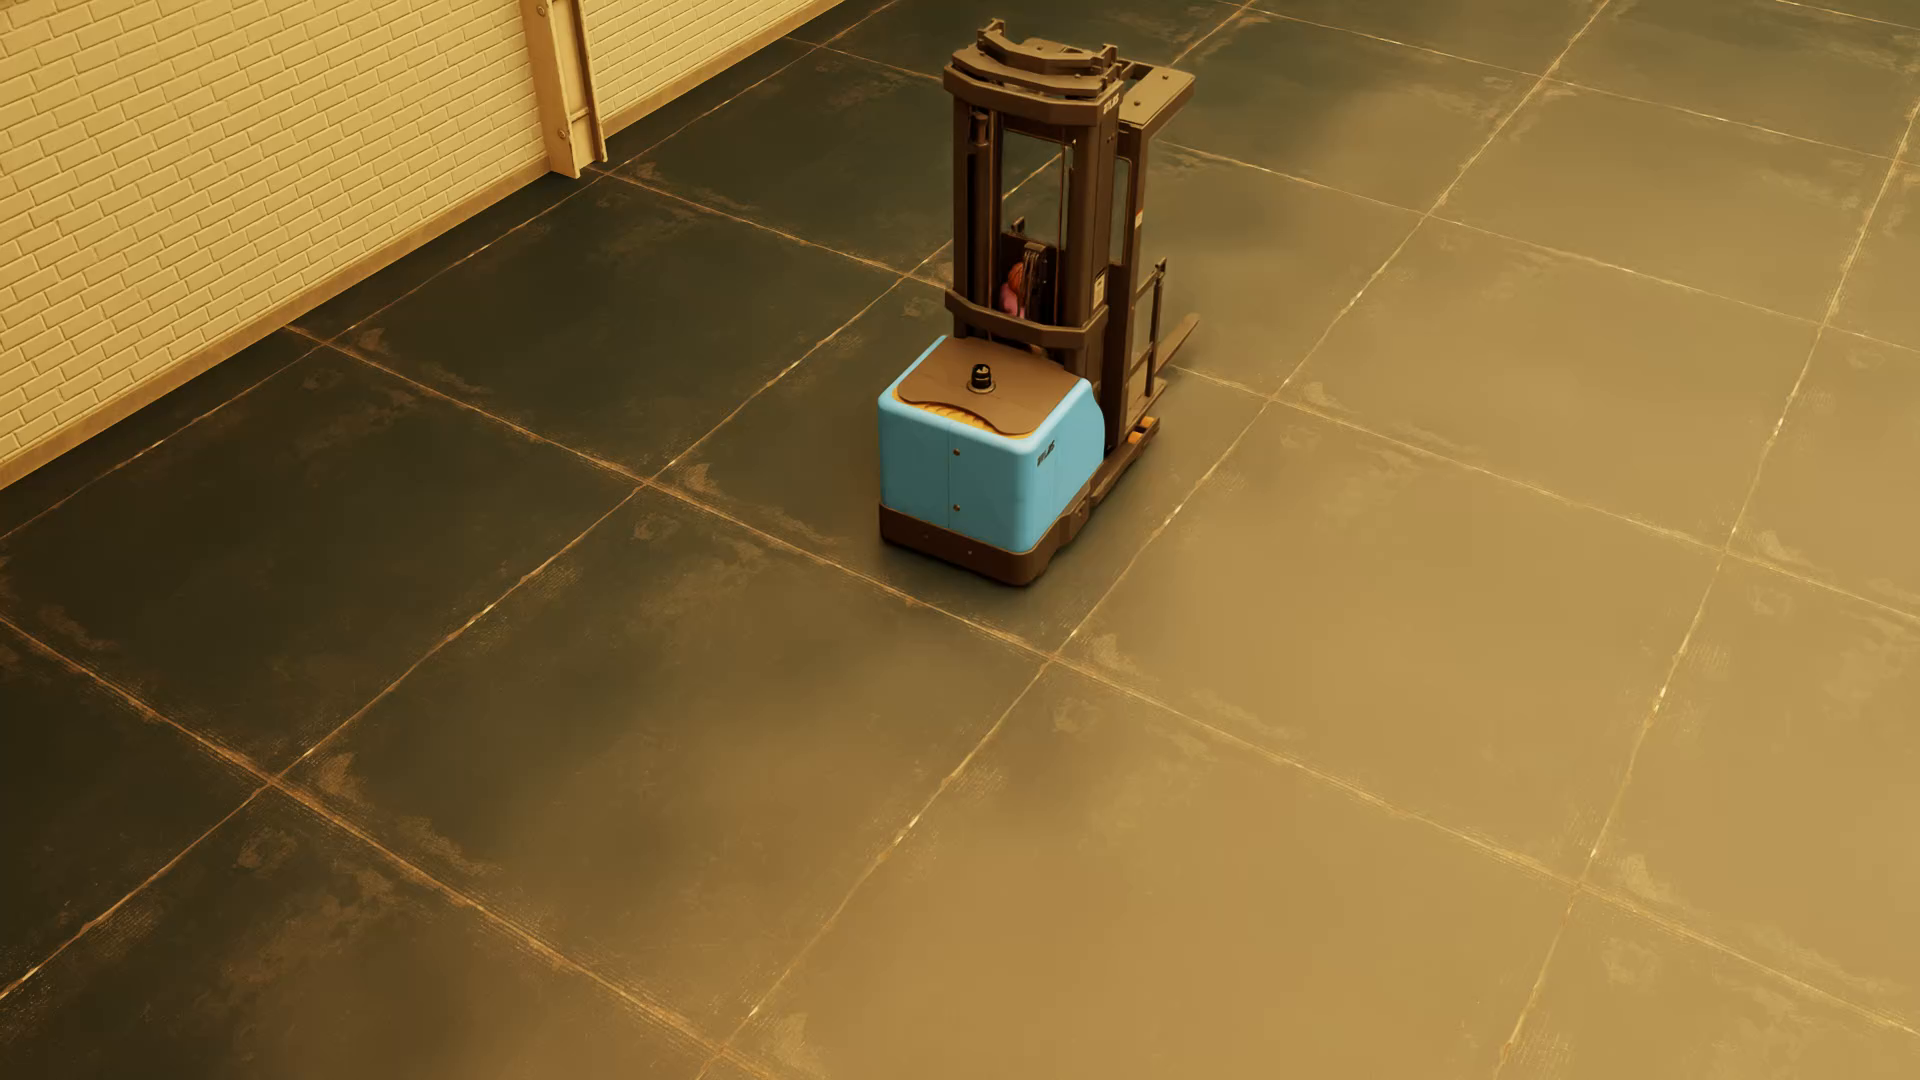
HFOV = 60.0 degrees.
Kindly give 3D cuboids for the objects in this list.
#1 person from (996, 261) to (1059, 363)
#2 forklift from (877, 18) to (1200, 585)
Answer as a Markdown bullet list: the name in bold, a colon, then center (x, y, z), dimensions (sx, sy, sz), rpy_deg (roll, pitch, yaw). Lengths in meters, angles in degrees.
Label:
- **person**: center (0.501, -1.094, 10.354), dimensions (0.528, 1.514, 0.707), rpy_deg (-8, 41, -10)
- **forklift**: center (0.666, -1.792, 10.082), dimensions (1.130, 2.935, 3.031), rpy_deg (20, 44, 22)
